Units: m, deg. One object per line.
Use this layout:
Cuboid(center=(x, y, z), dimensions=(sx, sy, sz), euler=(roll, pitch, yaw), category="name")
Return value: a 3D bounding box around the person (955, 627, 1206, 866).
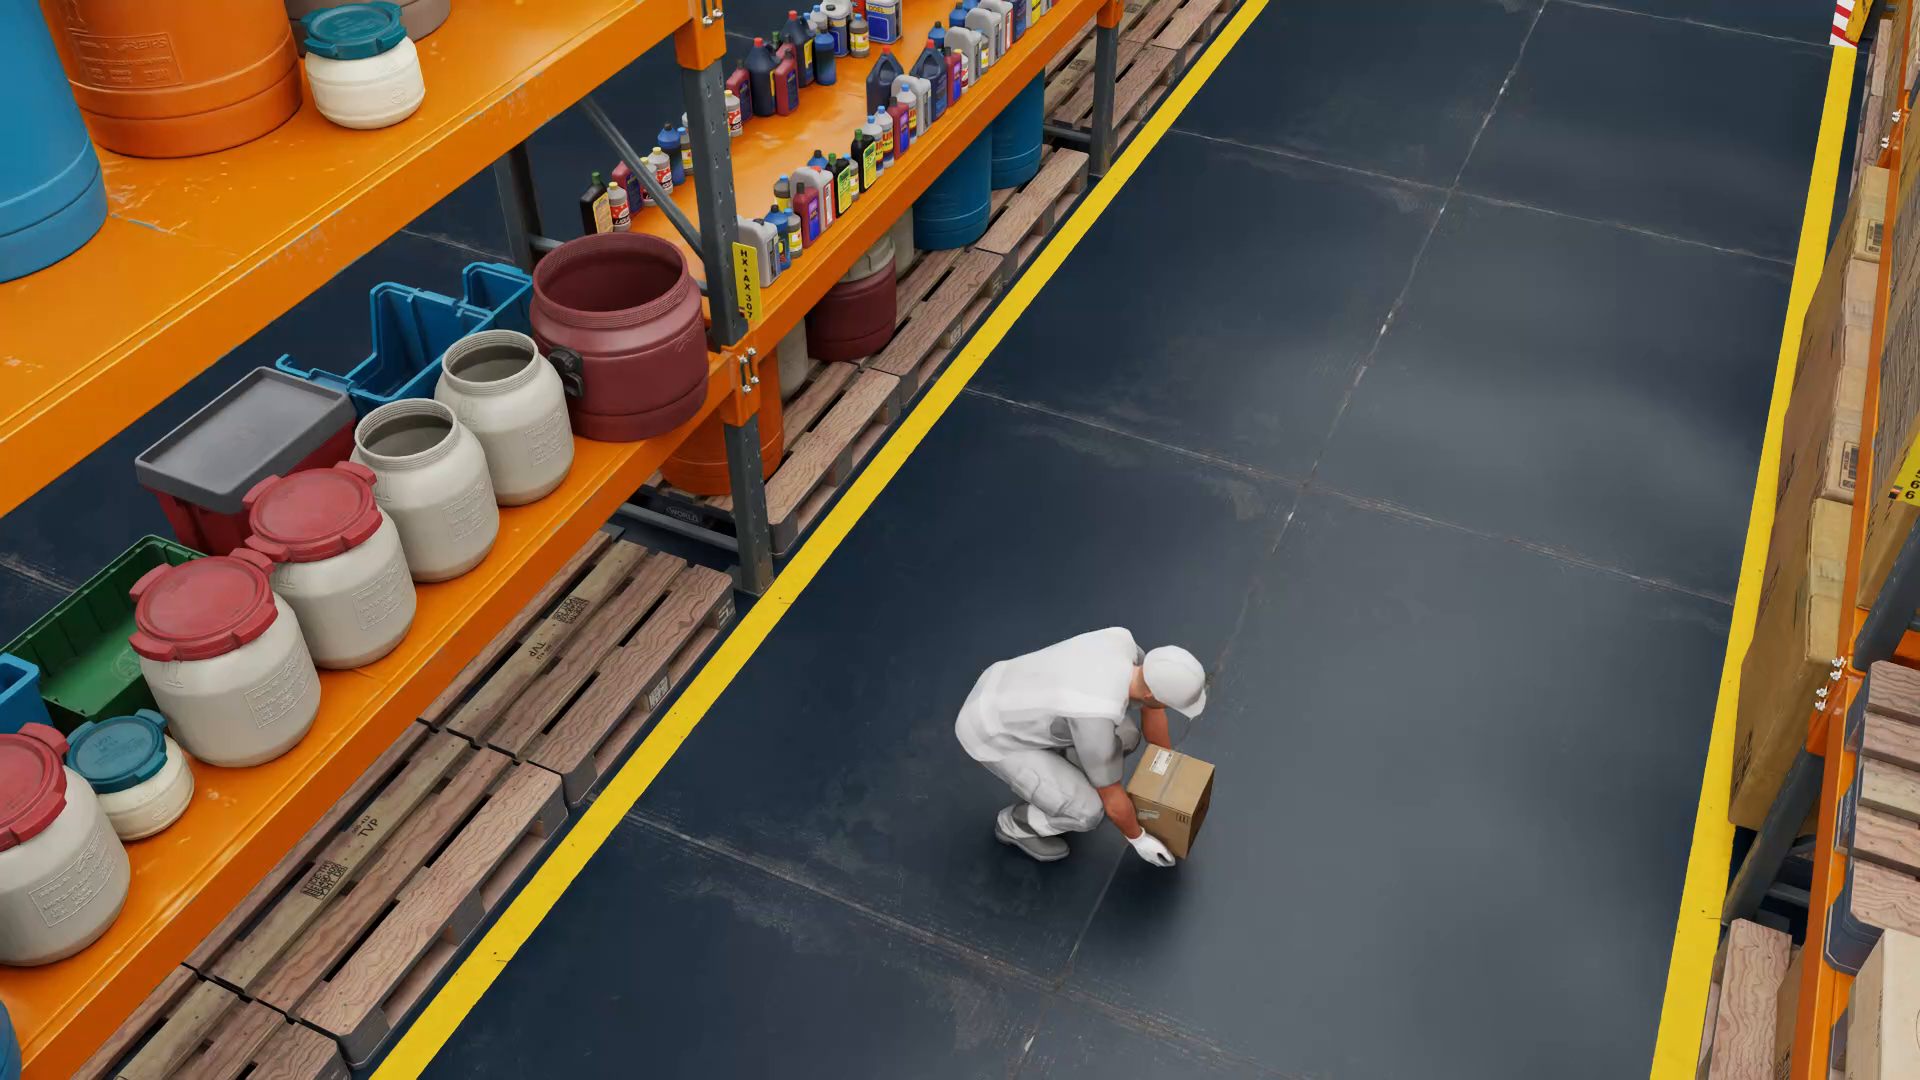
Cuboid(center=(0.438, 0.696, 5.951), dimensions=(0.881, 1.007, 0.575), euler=(17, 44, 18), category="person")
